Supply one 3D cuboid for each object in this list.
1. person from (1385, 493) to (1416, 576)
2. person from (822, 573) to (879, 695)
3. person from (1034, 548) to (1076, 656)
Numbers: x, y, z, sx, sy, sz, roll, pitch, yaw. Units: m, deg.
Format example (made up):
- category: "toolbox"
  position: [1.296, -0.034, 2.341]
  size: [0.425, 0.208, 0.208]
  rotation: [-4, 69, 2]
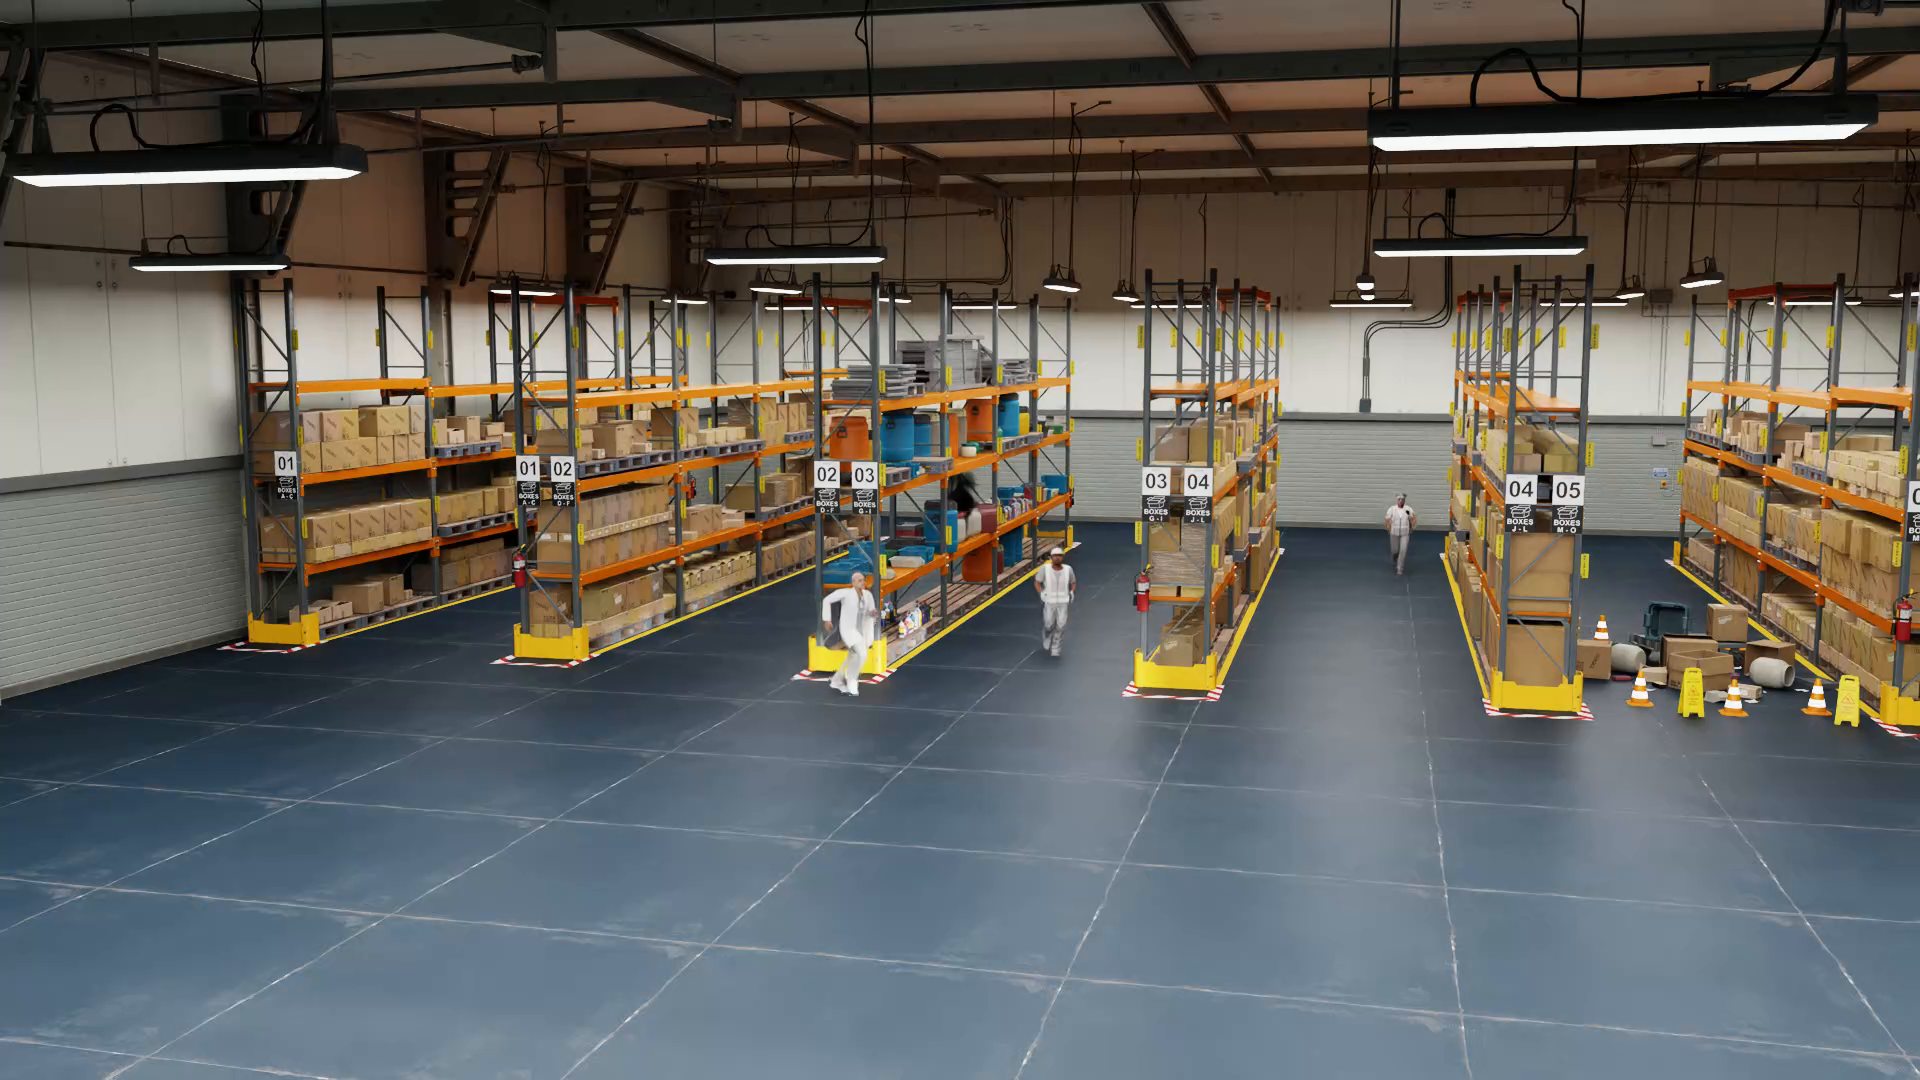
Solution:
- category: "person"
  position: [9.470, -0.140, 35.784]
  size: [0.657, 1.772, 0.814]
  rotation: [2, 7, 13]
- category: "person"
  position: [-1.508, 1.318, 23.413]
  size: [0.858, 1.737, 0.751]
  rotation: [6, 9, 43]
- category: "person"
  position: [1.523, 0.986, 26.343]
  size: [0.661, 1.740, 0.592]
  rotation: [-1, 7, -5]
